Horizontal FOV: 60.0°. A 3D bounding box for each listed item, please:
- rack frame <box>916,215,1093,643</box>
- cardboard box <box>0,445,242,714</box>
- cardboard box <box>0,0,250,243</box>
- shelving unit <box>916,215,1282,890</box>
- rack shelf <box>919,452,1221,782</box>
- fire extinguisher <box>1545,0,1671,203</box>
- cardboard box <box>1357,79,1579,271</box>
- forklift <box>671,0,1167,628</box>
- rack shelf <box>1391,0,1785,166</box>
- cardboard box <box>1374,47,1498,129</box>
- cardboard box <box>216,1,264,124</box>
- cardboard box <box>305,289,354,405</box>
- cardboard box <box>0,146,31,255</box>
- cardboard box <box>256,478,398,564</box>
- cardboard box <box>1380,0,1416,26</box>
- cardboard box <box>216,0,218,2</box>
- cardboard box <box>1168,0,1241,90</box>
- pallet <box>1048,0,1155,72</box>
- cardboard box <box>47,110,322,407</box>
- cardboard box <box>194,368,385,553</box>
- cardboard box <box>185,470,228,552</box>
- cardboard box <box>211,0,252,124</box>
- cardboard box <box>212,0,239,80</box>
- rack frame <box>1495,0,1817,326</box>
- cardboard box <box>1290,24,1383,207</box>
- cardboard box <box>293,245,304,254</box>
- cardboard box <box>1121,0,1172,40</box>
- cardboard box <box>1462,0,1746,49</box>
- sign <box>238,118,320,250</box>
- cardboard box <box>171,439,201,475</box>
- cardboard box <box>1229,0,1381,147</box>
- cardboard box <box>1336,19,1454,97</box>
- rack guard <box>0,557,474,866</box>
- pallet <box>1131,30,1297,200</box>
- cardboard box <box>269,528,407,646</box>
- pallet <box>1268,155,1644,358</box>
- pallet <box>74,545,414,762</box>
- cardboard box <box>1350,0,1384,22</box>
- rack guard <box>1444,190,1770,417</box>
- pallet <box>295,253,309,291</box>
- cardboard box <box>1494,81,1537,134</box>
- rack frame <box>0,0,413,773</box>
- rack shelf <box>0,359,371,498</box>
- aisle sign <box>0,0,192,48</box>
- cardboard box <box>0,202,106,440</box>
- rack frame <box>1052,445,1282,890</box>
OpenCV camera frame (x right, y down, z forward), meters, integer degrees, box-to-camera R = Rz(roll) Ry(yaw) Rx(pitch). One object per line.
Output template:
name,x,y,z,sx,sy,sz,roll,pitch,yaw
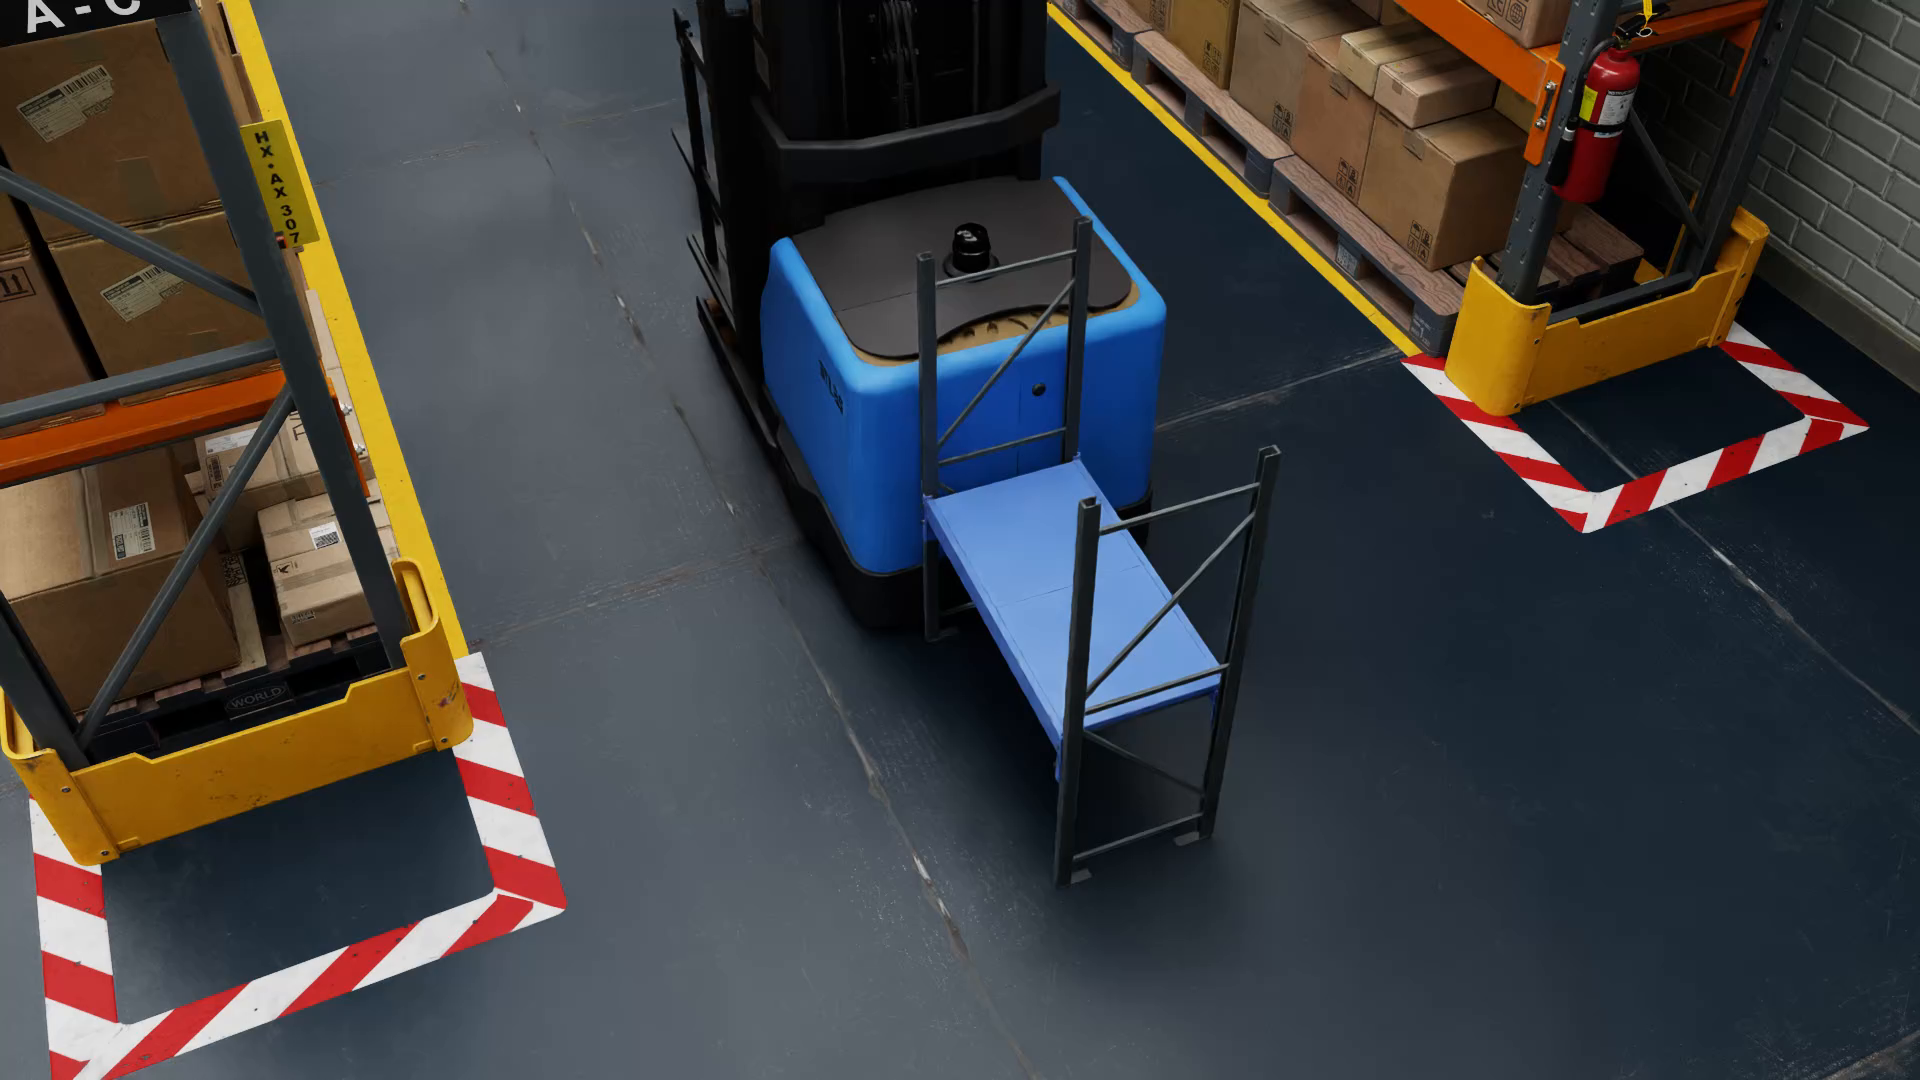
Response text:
rack frame,0.122,-0.273,4.959,0.500,1.500,0.032,-16,47,-15
cardboard box,-2.510,0.114,4.965,0.500,0.500,0.500,-18,47,-17
cardboard box,-2.005,-1.097,3.943,0.500,0.500,0.500,-17,47,-16
shelving unit,0.312,0.058,4.623,0.538,1.500,1.048,-16,47,-15
rack shelf,0.312,0.186,4.749,0.538,0.185,1.000,-16,47,-15
fire extinguisher,2.080,-1.418,5.372,0.296,0.674,0.183,-18,47,-17
cardboard box,2.050,-1.487,6.602,0.700,0.500,0.500,-18,47,-17
forklift,-0.383,-1.810,5.497,1.130,2.935,3.031,-16,47,-15
rack shelf,1.594,-2.829,6.994,1.077,0.370,4.000,-18,47,-17
cardboard box,1.831,-1.746,6.402,0.380,0.149,0.250,-19,48,-18
cardboard box,-3.242,-1.882,6.988,0.500,0.500,0.500,-18,47,-17
cardboard box,-2.449,-0.591,5.857,0.500,0.250,0.500,-18,47,-17
cardboard box,-2.494,-0.939,3.783,0.500,0.500,0.500,-18,48,-18
cardboard box,-2.027,-0.021,5.340,0.380,0.166,0.250,-18,47,-17
cardboard box,1.966,-2.179,6.842,0.380,0.149,0.250,-18,47,-17
cardboard box,-3.722,-2.541,7.656,0.500,0.500,0.500,-20,48,-19
cardboard box,1.397,-2.463,7.592,0.700,0.500,0.500,-17,47,-16
pallet,1.002,-2.859,8.497,1.003,0.211,1.213,-18,47,-17
cardboard box,-2.005,-0.741,4.295,0.500,0.500,0.500,-17,47,-17
cardboard box,-2.239,-0.272,5.534,0.500,0.250,0.500,-18,47,-17
cardboard box,-2.598,-0.052,5.371,0.380,0.166,0.250,-18,47,-17
cardboard box,-2.435,-1.389,4.951,0.500,0.500,0.500,-18,47,-18
cardboard box,-2.644,-1.708,5.274,0.500,0.500,0.500,-17,47,-17
rack frame,2.435,-1.810,5.449,1.000,3.000,0.127,-18,47,-17
cardboard box,1.840,-1.806,6.925,0.700,0.500,0.500,-18,47,-18
cardboard box,-2.927,-1.336,6.570,0.500,0.311,0.500,-18,47,-17
cardboard box,1.183,-2.791,7.924,0.700,0.500,0.500,-18,48,-18
cardboard box,2.212,-2.239,5.670,0.980,0.700,0.700,-16,47,-16
sign,-1.565,-0.814,3.823,0.100,0.325,0.005,-18,47,-17
cardboard box,-2.882,-0.411,5.675,0.500,0.250,0.500,-18,47,-17
cardboard box,1.628,-2.126,7.250,0.700,0.500,0.500,-19,48,-19
cardboard box,1.723,-1.908,6.567,0.380,0.149,0.250,-17,47,-16
rack guard,-2.089,0.496,4.891,1.175,0.500,0.348,-18,47,-17
pallet,1.519,-2.081,7.708,1.003,0.211,1.213,-18,47,-17
cardboard box,-1.922,0.145,5.184,0.380,0.149,0.250,-18,47,-17
pallet,2.028,-1.304,6.922,1.003,0.211,1.213,-18,47,-17
pallet,-2.426,0.091,5.507,1.003,0.211,1.213,-18,47,-17
cardboard box,1.858,-2.341,7.006,0.380,0.149,0.250,-17,47,-17
rack guard,2.446,-0.905,6.312,1.175,0.500,0.348,-18,47,-17
pallet,-2.935,-0.685,6.294,1.003,0.211,1.213,-18,47,-17
cardboard box,2.284,-1.697,6.353,0.380,0.149,0.250,-18,47,-17
rack frame,-2.057,-0.345,3.964,1.000,3.000,0.127,-18,47,-17
rack shelf,-2.898,-1.364,5.509,1.077,0.370,4.000,-18,47,-17
aisle sign,-1.762,-1.314,3.095,0.394,0.787,0.004,-18,47,-17
cardboard box,-2.493,-0.586,4.137,0.500,0.500,0.500,-17,47,-16
rack frame,0.501,0.390,4.287,0.500,1.500,0.032,-16,47,-15
